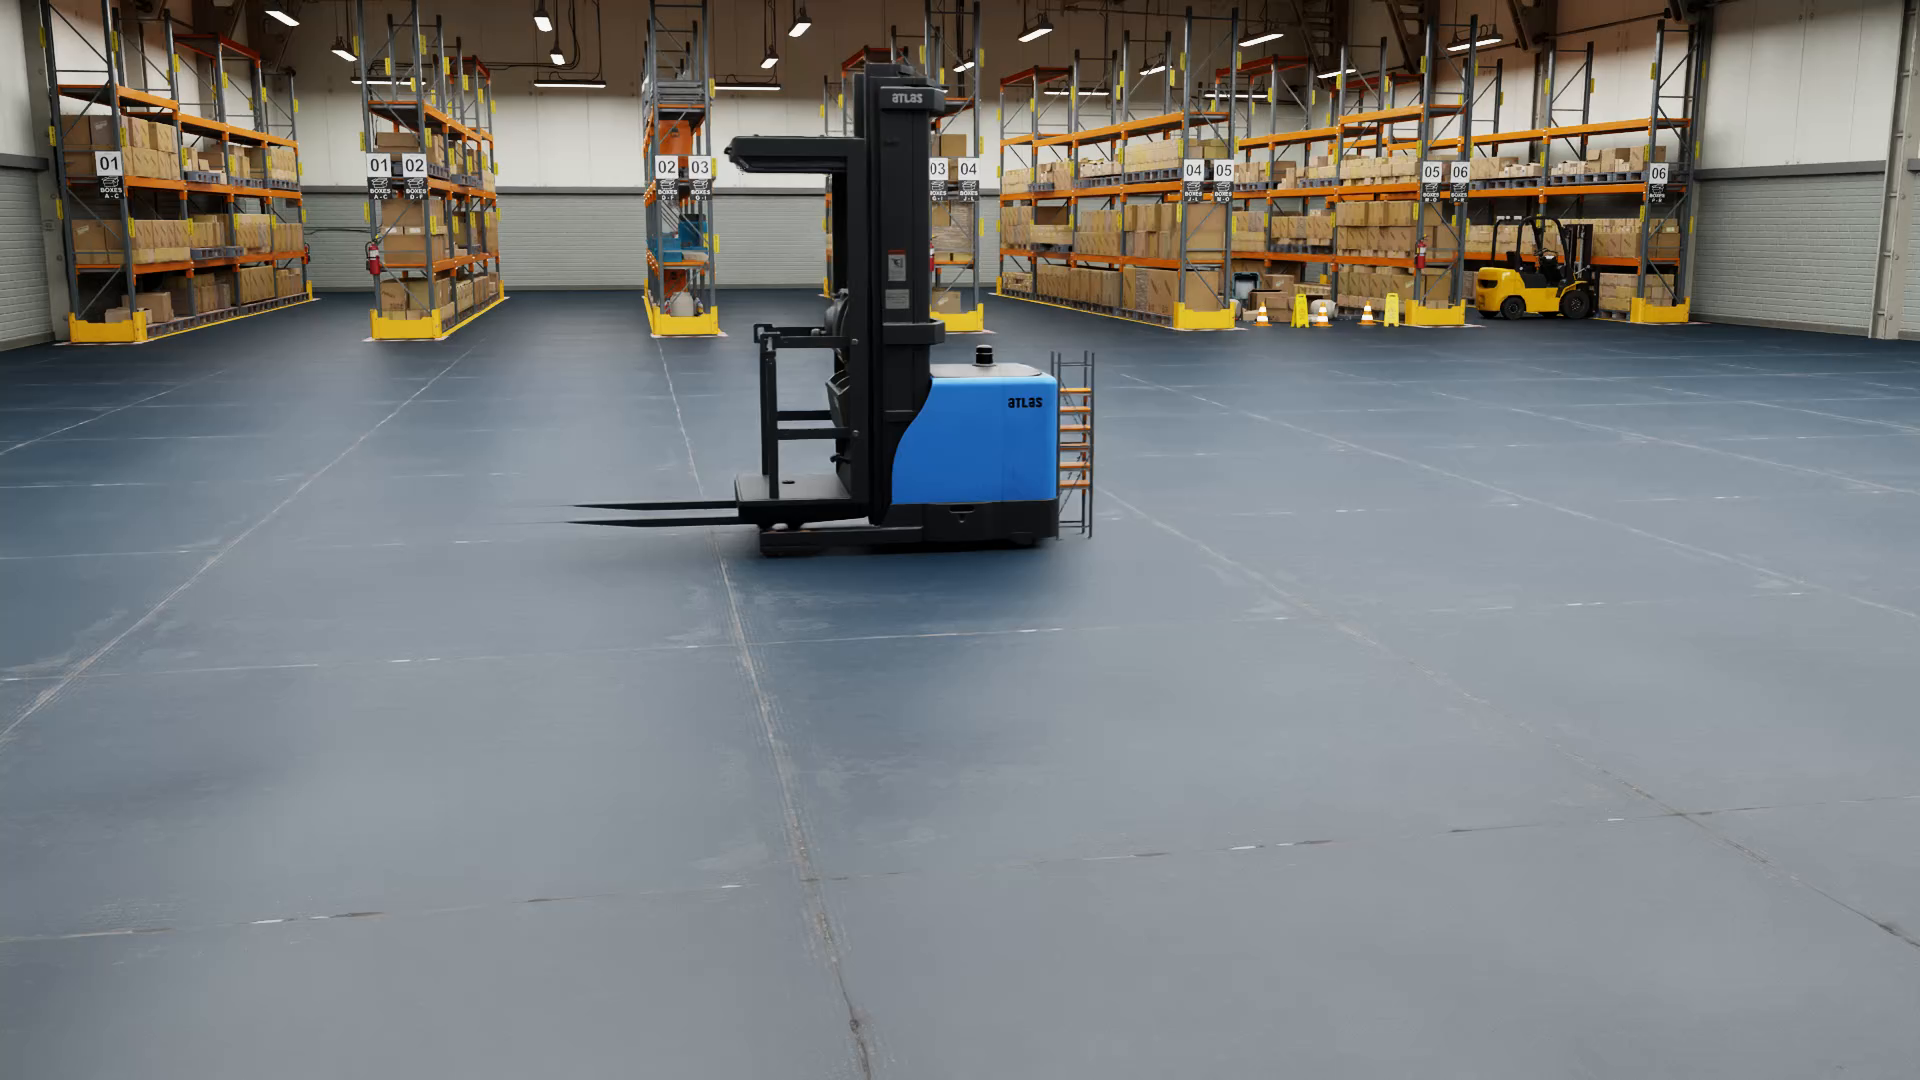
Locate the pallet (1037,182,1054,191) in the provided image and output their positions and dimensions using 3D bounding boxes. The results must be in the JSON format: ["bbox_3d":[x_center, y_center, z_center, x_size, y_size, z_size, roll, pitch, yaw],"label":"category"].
[{"bbox_3d":[2.631,-8.881,41.813,1.213,0.211,1.003,-2,11,-11],"label":"pallet"}]

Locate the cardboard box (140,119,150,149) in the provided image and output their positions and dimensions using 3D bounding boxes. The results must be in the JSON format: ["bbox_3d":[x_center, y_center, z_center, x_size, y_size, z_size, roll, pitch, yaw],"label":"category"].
[{"bbox_3d":[-14.711,-7.194,29.455,0.500,0.500,0.500,-2,11,-9],"label":"cardboard box"}]

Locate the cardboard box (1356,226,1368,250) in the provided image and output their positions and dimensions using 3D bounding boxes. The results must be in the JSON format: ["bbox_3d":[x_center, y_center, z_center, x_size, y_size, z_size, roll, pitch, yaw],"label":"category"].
[{"bbox_3d":[8.820,-6.459,35.545,0.500,0.500,0.500,-2,11,-11],"label":"cardboard box"}]

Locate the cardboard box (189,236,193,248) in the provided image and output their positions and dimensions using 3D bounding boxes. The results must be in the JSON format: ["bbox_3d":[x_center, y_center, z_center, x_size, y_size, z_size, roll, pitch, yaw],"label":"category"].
[{"bbox_3d":[-15.560,-5.997,32.738,0.700,0.500,0.500,-2,11,-11],"label":"cardboard box"}]

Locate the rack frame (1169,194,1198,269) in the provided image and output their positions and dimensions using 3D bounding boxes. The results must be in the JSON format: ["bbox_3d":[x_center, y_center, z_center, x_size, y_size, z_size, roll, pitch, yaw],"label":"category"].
[{"bbox_3d":[6.469,-8.739,48.588,1.000,3.000,0.127,-2,11,-11],"label":"rack frame"}]

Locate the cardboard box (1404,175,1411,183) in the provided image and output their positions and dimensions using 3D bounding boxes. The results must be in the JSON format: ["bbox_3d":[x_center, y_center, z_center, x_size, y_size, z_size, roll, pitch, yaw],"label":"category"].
[{"bbox_3d":[9.157,-7.254,33.437,0.380,0.149,0.250,-2,11,-11],"label":"cardboard box"}]

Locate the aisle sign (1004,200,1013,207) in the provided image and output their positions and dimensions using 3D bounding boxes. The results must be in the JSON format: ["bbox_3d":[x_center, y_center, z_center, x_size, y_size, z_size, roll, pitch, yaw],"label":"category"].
[{"bbox_3d":[1.325,-9.820,47.315,0.394,0.787,0.004,-2,11,-11],"label":"aisle sign"}]

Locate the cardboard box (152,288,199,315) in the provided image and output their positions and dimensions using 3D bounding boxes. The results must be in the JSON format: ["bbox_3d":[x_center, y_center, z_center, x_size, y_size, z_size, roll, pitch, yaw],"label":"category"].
[{"bbox_3d":[-15.654,-4.760,33.191,0.700,0.500,0.500,-2,11,-9],"label":"cardboard box"}]

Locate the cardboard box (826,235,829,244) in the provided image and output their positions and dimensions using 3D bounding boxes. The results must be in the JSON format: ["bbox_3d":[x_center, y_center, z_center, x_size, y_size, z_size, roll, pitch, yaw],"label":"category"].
[{"bbox_3d":[-3.423,-8.353,46.167,0.500,0.250,0.500,-2,11,-13],"label":"cardboard box"}]

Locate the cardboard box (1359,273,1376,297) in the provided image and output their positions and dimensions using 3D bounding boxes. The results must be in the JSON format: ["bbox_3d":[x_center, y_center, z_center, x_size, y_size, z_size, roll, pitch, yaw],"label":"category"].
[{"bbox_3d":[8.868,-5.451,35.539,0.500,0.500,0.500,-2,11,-8],"label":"cardboard box"}]

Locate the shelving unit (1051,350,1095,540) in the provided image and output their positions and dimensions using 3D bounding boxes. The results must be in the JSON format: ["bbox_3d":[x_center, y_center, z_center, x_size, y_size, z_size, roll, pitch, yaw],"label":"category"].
[{"bbox_3d":[0.716,-0.608,10.683,0.258,1.200,0.189,-2,11,-10],"label":"shelving unit"}]

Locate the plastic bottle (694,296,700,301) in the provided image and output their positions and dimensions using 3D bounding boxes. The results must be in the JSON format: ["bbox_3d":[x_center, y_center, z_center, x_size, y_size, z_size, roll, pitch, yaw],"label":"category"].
[{"bbox_3d":[-5.268,-4.710,33.330,0.144,0.351,0.185,-2,11,-11],"label":"plastic bottle"}]

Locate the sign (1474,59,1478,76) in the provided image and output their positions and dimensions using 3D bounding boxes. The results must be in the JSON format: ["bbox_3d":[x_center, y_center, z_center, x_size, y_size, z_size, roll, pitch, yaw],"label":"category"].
[{"bbox_3d":[10.113,-9.269,32.618,0.100,0.325,0.005,-2,11,-11],"label":"sign"}]

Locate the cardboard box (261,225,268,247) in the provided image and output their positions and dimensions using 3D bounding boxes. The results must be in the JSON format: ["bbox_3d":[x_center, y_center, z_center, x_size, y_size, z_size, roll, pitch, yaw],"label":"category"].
[{"bbox_3d":[-16.604,-7.141,39.075,0.500,0.500,0.500,-2,11,-11],"label":"cardboard box"}]

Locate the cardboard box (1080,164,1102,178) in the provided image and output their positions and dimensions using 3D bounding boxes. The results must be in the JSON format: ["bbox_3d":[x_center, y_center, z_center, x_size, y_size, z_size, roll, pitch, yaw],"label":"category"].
[{"bbox_3d":[3.114,-8.618,38.776,0.500,0.311,0.500,-2,11,-11],"label":"cardboard box"}]

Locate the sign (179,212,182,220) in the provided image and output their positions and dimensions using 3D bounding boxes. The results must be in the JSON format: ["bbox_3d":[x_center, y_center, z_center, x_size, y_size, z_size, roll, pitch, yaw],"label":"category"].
[{"bbox_3d":[-16.816,-6.919,35.929,0.100,0.325,0.005,-2,11,-11],"label":"sign"}]

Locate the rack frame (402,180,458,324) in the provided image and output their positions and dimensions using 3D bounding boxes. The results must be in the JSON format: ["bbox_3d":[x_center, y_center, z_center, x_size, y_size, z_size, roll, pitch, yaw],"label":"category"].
[{"bbox_3d":[-10.636,-5.818,33.242,1.000,3.000,0.127,-2,11,-11],"label":"rack frame"}]

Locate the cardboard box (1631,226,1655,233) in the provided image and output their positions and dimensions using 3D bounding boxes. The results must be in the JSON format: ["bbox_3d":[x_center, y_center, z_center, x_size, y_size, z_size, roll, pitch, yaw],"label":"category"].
[{"bbox_3d":[14.107,-6.407,34.333,0.380,0.149,0.250,-2,11,-10],"label":"cardboard box"}]

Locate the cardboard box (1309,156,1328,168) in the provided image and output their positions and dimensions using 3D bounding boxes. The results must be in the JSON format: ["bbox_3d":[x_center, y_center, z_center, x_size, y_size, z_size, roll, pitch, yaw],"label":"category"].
[{"bbox_3d":[8.345,-8.678,38.185,0.500,0.250,0.500,-2,11,-10],"label":"cardboard box"}]

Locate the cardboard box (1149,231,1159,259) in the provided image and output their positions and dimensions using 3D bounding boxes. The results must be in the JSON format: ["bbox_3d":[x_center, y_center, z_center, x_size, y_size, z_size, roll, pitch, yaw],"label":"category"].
[{"bbox_3d":[4.371,-6.049,34.054,0.875,0.550,0.500,-2,11,-11],"label":"cardboard box"}]

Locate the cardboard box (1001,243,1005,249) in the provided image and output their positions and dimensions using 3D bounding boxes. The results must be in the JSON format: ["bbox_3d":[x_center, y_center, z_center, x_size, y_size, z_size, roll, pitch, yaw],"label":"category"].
[{"bbox_3d":[1.375,-8.346,47.193,0.380,0.149,0.250,-2,11,-11],"label":"cardboard box"}]

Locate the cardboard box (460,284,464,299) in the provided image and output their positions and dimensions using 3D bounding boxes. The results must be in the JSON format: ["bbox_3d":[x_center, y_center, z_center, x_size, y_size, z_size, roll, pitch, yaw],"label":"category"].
[{"bbox_3d":[-10.666,-5.221,34.835,0.500,0.311,0.500,-2,11,-13],"label":"cardboard box"}]

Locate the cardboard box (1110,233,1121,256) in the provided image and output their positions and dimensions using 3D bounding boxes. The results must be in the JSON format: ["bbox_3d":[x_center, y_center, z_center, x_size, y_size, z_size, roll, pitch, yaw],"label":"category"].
[{"bbox_3d":[3.603,-6.475,36.424,0.500,0.500,0.500,-2,11,-11],"label":"cardboard box"}]

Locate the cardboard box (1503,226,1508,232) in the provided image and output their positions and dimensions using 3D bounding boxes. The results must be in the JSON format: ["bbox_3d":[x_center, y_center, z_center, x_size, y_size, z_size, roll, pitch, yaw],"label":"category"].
[{"bbox_3d":[13.109,-7.375,39.419,0.380,0.149,0.250,-2,11,-11],"label":"cardboard box"}]

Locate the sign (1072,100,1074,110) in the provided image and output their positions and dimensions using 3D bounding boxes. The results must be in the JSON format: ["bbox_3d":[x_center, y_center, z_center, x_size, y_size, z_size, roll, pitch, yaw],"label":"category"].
[{"bbox_3d":[2.954,-11.312,43.139,0.100,0.325,0.005,-2,11,-11],"label":"sign"}]

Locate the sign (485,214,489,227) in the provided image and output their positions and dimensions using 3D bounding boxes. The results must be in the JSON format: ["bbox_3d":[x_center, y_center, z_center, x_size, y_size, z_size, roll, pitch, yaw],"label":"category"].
[{"bbox_3d":[-11.648,-7.875,40.952,0.100,0.325,0.005,-2,11,-11],"label":"sign"}]

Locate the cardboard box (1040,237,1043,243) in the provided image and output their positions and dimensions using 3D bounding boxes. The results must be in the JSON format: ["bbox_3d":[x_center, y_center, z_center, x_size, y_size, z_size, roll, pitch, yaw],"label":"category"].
[{"bbox_3d":[2.239,-7.611,42.212,0.380,0.149,0.250,-3,11,-14],"label":"cardboard box"}]

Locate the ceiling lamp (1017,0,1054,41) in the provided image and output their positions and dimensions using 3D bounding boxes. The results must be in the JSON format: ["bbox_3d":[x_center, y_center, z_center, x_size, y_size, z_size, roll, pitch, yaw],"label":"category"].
[{"bbox_3d":[1.812,-12.068,34.421,0.800,3.185,2.000,-2,11,-11],"label":"ceiling lamp"}]

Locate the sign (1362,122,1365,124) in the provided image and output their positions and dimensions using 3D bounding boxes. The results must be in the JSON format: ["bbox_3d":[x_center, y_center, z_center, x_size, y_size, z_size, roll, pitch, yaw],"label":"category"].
[{"bbox_3d":[11.886,-12.420,48.963,0.100,0.325,0.005,-2,11,-11],"label":"sign"}]

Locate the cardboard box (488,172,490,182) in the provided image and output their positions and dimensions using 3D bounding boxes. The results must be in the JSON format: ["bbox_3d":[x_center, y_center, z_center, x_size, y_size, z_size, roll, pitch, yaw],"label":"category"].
[{"bbox_3d":[-12.325,-9.304,42.601,0.500,0.250,0.500,-2,11,-11],"label":"cardboard box"}]

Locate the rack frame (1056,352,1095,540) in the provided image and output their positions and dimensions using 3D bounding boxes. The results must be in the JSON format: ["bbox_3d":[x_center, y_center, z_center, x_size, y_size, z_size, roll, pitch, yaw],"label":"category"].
[{"bbox_3d":[0.733,-0.591,10.595,0.240,1.200,0.006,-2,11,-10],"label":"rack frame"}]

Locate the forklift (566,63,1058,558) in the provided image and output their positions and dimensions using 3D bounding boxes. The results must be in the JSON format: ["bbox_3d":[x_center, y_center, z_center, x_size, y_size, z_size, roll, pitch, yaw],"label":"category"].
[{"bbox_3d":[-0.946,-1.438,10.411,3.031,2.935,1.130,-2,11,-9],"label":"forklift"}]

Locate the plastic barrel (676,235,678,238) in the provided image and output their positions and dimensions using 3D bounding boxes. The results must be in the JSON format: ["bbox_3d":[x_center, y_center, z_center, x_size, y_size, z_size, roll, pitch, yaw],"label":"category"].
[{"bbox_3d":[-6.063,-6.528,36.672,0.421,0.512,0.421,0,11,0],"label":"plastic barrel"}]

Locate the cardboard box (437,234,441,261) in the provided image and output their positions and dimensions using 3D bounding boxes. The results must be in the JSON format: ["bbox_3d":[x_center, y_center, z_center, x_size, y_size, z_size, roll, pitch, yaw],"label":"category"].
[{"bbox_3d":[-10.341,-5.597,31.815,0.700,0.500,0.500,-2,11,-10],"label":"cardboard box"}]

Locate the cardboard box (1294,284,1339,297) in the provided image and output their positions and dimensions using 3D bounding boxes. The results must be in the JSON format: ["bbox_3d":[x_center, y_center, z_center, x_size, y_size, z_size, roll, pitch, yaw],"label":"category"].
[{"bbox_3d":[8.418,-5.809,39.098,0.950,0.372,0.625,-2,11,-9],"label":"cardboard box"}]

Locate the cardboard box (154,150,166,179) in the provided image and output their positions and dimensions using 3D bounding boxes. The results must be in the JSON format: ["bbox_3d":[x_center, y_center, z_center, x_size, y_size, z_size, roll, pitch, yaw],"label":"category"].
[{"bbox_3d":[-14.923,-6.893,30.544,0.500,0.500,0.500,-3,11,-13],"label":"cardboard box"}]

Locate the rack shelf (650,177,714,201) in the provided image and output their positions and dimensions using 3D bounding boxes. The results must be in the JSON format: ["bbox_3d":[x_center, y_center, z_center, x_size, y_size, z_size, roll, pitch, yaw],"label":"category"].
[{"bbox_3d":[-5.387,-6.751,32.044,1.077,0.370,4.000,-2,11,-11],"label":"rack shelf"}]

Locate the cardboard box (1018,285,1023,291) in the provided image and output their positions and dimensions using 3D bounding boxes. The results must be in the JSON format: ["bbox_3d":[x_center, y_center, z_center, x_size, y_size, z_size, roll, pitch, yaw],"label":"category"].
[{"bbox_3d":[1.799,-6.862,45.228,0.380,0.149,0.250,-2,11,-11],"label":"cardboard box"}]

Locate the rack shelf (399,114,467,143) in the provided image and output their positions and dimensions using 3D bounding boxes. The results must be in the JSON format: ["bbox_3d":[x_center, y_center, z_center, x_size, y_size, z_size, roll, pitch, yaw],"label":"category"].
[{"bbox_3d":[-11.025,-8.582,34.713,1.077,0.370,4.000,-2,11,-11],"label":"rack shelf"}]

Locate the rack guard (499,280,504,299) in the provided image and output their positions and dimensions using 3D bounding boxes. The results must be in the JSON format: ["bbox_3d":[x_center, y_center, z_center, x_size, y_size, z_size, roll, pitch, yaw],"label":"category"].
[{"bbox_3d":[-12.955,-6.777,44.966,1.175,0.500,0.348,-2,11,-11],"label":"rack guard"}]

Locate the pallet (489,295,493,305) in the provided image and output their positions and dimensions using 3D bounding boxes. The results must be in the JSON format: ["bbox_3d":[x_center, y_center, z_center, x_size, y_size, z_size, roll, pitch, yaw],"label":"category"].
[{"bbox_3d":[-12.324,-6.041,41.874,1.003,0.211,1.213,-2,11,-11],"label":"pallet"}]

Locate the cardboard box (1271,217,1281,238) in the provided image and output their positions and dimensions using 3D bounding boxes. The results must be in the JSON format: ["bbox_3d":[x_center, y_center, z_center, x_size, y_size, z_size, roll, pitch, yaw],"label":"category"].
[{"bbox_3d":[7.885,-7.582,40.325,0.500,0.500,0.500,-2,11,-13],"label":"cardboard box"}]

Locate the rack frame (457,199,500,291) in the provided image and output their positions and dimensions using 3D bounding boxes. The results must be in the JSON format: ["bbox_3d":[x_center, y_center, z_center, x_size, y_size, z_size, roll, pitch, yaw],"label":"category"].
[{"bbox_3d":[-12.970,-8.019,44.805,1.000,3.000,0.127,-2,11,-11],"label":"rack frame"}]

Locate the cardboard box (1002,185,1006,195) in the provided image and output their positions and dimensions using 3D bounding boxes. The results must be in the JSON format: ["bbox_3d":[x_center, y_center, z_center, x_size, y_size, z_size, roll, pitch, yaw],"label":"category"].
[{"bbox_3d":[1.470,-9.849,46.797,0.500,0.250,0.500,-2,11,-9],"label":"cardboard box"}]

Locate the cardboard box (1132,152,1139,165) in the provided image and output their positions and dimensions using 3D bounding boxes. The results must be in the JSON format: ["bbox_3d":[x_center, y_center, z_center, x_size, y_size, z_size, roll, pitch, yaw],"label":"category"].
[{"bbox_3d":[3.887,-7.949,34.628,0.500,0.250,0.500,-2,11,-11],"label":"cardboard box"}]

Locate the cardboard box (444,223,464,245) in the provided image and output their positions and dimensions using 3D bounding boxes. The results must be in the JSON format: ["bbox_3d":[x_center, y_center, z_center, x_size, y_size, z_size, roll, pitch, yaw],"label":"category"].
[{"bbox_3d":[-11.647,-6.919,37.633,0.700,0.500,0.500,-6,12,-30],"label":"cardboard box"}]

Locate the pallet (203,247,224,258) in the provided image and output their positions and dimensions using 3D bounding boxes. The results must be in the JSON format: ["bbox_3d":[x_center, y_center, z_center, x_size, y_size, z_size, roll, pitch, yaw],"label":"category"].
[{"bbox_3d":[-15.847,-5.915,34.265,1.003,0.211,1.213,-2,11,-11],"label":"pallet"}]

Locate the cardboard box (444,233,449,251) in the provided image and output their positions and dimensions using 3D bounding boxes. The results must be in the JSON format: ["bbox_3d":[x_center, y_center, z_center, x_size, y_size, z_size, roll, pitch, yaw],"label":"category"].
[{"bbox_3d":[-10.872,-6.105,34.484,0.500,0.500,0.500,-1,11,-7],"label":"cardboard box"}]

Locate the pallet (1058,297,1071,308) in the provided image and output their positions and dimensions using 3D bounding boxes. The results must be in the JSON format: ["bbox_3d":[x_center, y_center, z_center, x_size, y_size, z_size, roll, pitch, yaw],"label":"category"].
[{"bbox_3d":[3.039,-5.847,40.850,1.003,0.211,1.213,-2,11,-11],"label":"pallet"}]

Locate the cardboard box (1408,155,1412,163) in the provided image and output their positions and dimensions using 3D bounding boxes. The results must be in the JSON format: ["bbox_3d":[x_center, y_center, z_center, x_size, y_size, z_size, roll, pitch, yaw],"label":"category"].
[{"bbox_3d":[9.213,-7.646,33.364,0.380,0.149,0.250,-2,11,-10],"label":"cardboard box"}]

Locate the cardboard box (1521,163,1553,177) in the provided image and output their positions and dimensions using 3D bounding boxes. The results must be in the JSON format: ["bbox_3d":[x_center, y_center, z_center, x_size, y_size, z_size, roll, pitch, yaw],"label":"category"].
[{"bbox_3d":[13.291,-8.528,38.307,0.500,0.311,0.500,-2,11,-13],"label":"cardboard box"}]

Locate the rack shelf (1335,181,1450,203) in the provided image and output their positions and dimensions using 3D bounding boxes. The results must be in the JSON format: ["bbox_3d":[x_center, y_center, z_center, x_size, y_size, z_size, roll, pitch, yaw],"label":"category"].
[{"bbox_3d":[9.192,-7.291,34.884,1.077,0.370,4.000,-2,11,-11],"label":"rack shelf"}]
